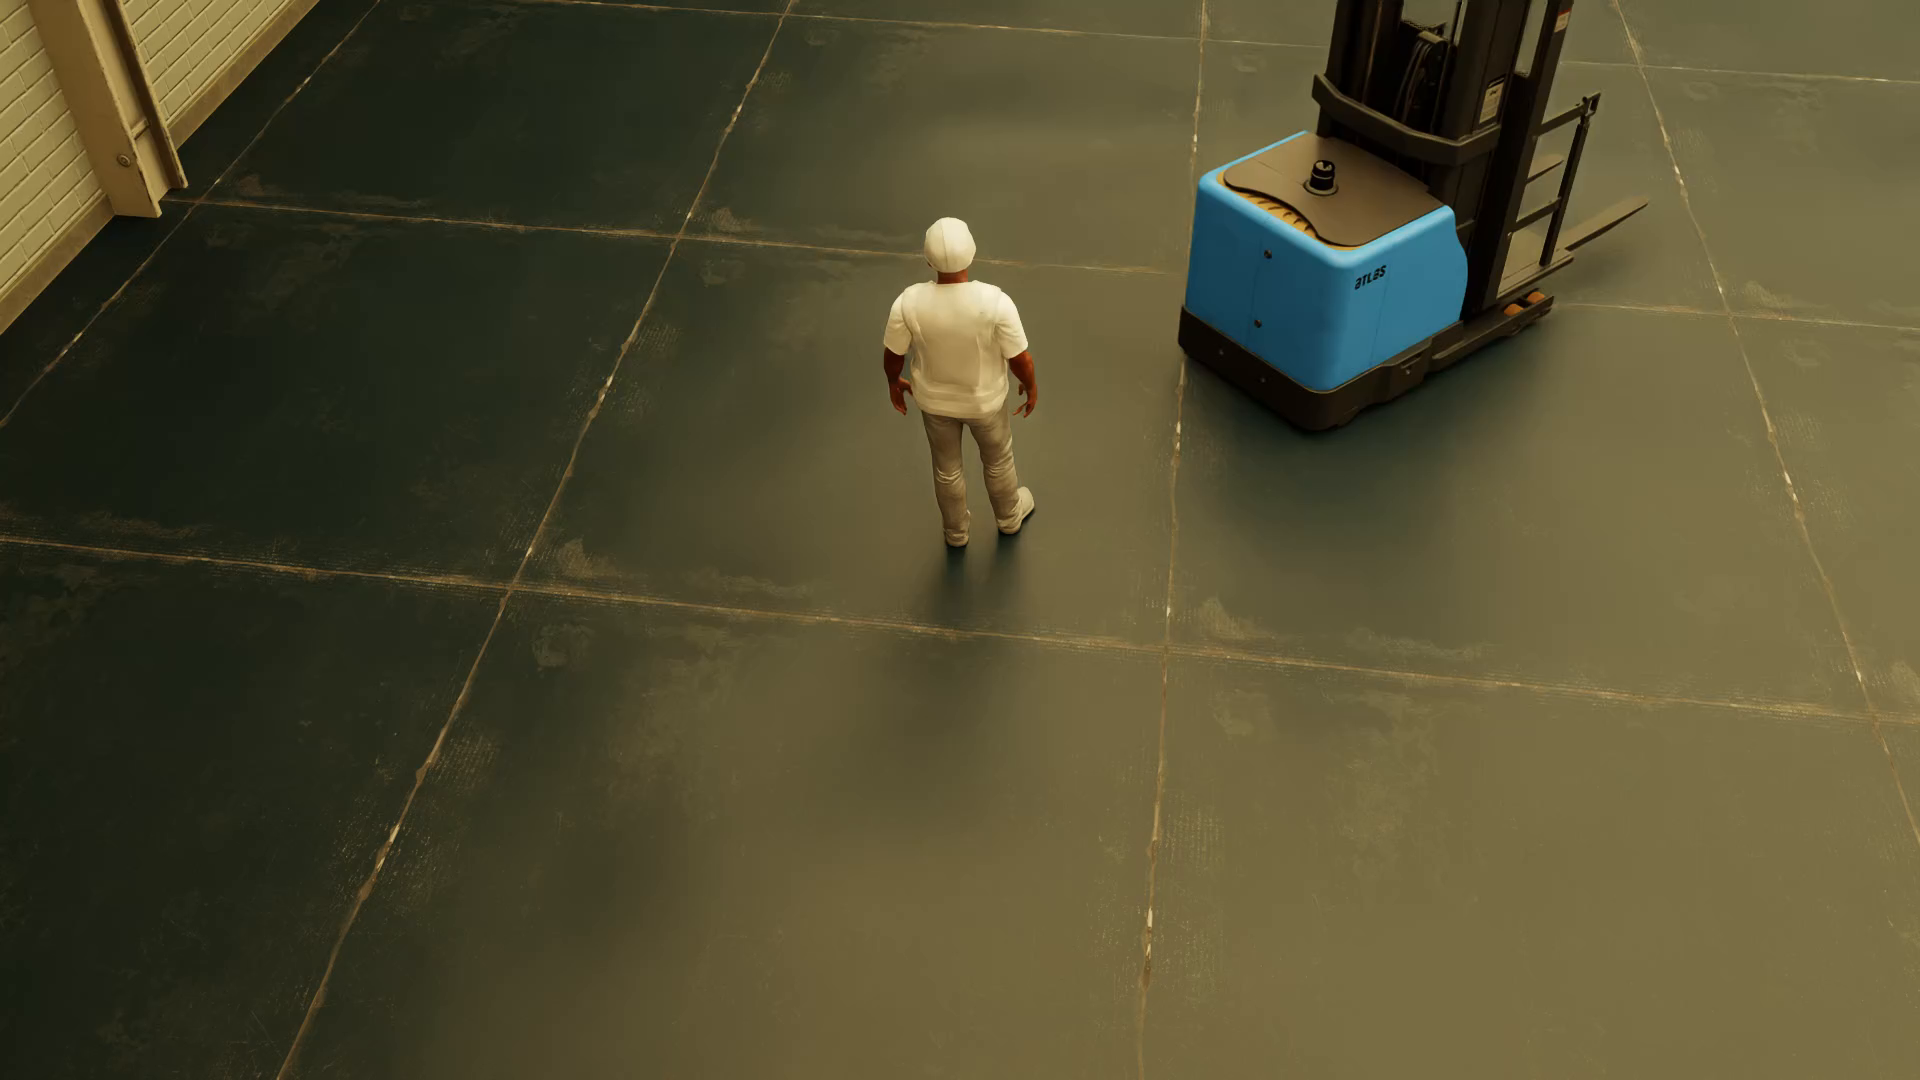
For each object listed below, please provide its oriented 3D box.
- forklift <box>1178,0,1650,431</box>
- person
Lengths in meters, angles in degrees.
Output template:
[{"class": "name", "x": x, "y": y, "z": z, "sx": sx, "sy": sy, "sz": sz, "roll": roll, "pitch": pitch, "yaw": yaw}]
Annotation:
[{"class": "forklift", "x": 2.645, "y": -2.458, "z": 8.400, "sx": 3.031, "sy": 2.935, "sz": 1.130, "roll": -28, "pitch": 49, "yaw": -27}, {"class": "person", "x": 0.014, "y": -0.702, "z": 7.339, "sx": 0.666, "sy": 1.768, "sz": 0.575, "roll": 5, "pitch": 43, "yaw": 6}]
